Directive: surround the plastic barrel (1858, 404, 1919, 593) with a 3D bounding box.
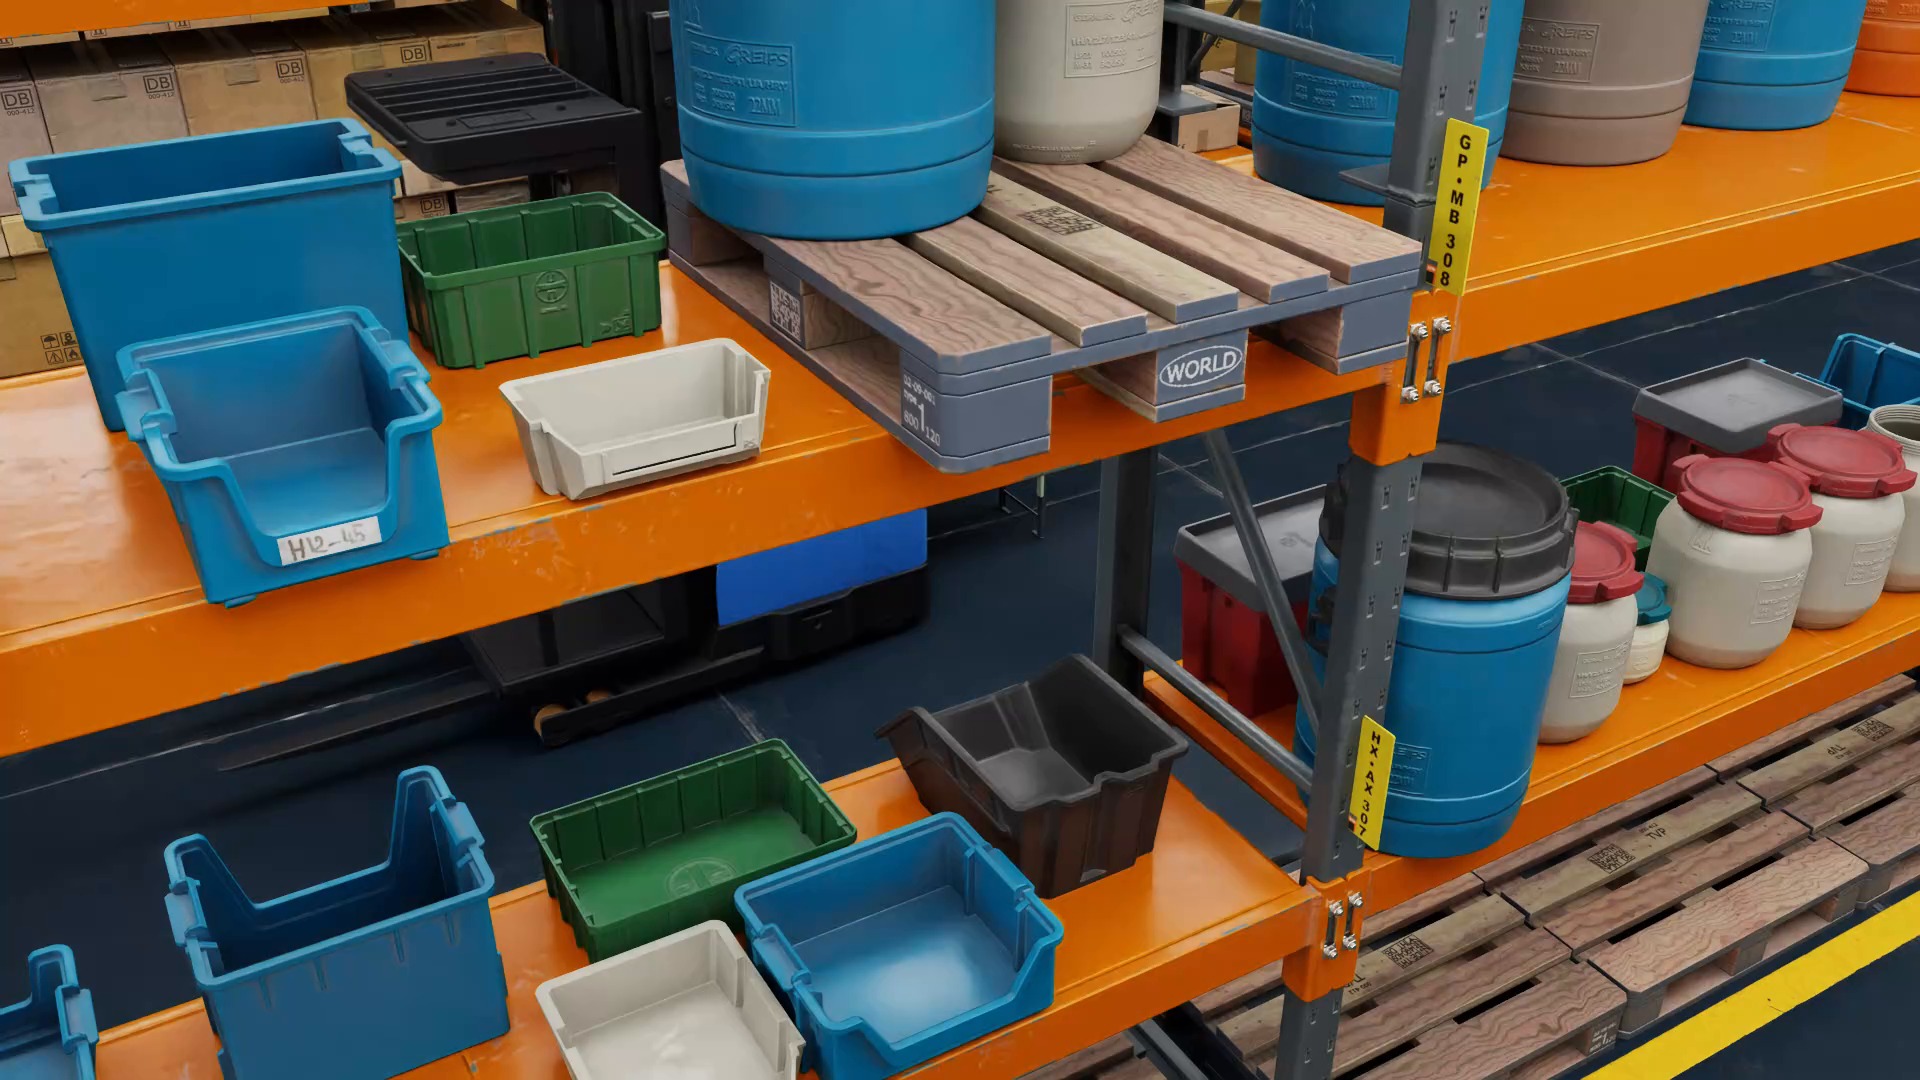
[{"bbox_3d":[2.986,-0.132,5.270,0.421,0.512,0.421,0,29,0],"label":"plastic barrel"}]

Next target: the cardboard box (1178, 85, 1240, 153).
[{"bbox_3d":[1.286,-2.482,9.735,0.500,0.311,0.500,-14,32,-23],"label":"cardboard box"}]

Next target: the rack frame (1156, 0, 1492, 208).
[{"bbox_3d":[0.679,-2.175,2.877,0.127,3.000,1.000,-16,33,-26],"label":"rack frame"}]

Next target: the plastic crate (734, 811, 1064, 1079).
[{"bbox_3d":[-0.137,0.901,3.667,0.616,0.251,0.499,-16,33,-26],"label":"plastic crate"}]

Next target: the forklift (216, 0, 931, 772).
[{"bbox_3d":[-1.657,-0.744,6.564,3.031,2.935,1.130,-17,33,-27],"label":"forklift"}]

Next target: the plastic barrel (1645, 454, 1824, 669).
[{"bbox_3d":[2.248,0.070,4.878,0.433,0.535,0.433,0,29,0],"label":"plastic barrel"}]

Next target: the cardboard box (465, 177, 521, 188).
[{"bbox_3d":[-2.167,-1.725,7.496,0.250,0.149,0.380,-17,33,-27],"label":"cardboard box"}]

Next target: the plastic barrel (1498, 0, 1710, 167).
[{"bbox_3d":[1.572,-1.456,4.160,0.600,0.901,0.600,0,29,0],"label":"plastic barrel"}]

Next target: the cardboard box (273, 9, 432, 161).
[{"bbox_3d":[-2.641,-1.989,7.303,0.500,0.500,0.700,-16,33,-26],"label":"cardboard box"}]

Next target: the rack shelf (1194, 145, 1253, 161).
[{"bbox_3d":[-0.103,-1.787,9.128,4.000,0.370,1.077,-16,33,-26],"label":"rack shelf"}]

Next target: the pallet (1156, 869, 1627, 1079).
[{"bbox_3d":[1.337,1.464,5.378,1.213,0.211,1.003,-16,33,-26],"label":"pallet"}]

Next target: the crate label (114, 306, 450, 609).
[{"bbox_3d":[-0.988,-0.138,2.445,0.408,0.251,0.502,-16,33,-26],"label":"crate label"}]

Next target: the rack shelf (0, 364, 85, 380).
[{"bbox_3d":[-3.551,-0.808,7.354,4.000,0.370,1.077,-16,33,-26],"label":"rack shelf"}]

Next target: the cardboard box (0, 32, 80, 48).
[{"bbox_3d":[-5.906,-3.331,10.540,0.500,0.500,0.500,-15,32,-25],"label":"cardboard box"}]

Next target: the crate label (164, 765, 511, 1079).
[{"bbox_3d":[-1.320,0.852,3.565,0.616,0.435,0.502,-16,33,-26],"label":"crate label"}]

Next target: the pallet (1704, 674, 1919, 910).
[{"bbox_3d":[3.440,0.867,6.460,1.213,0.211,1.003,-16,33,-26],"label":"pallet"}]

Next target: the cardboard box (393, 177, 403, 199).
[{"bbox_3d":[-2.618,-1.595,7.261,0.250,0.149,0.380,-16,33,-26],"label":"cardboard box"}]

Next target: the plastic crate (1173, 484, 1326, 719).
[{"bbox_3d":[0.942,0.178,4.757,0.583,0.464,0.402,-16,33,-26],"label":"plastic crate"}]

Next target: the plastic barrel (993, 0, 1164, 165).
[{"bbox_3d":[0.208,-1.071,3.431,0.421,0.512,0.421,0,29,0],"label":"plastic barrel"}]

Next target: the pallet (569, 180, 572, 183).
[{"bbox_3d":[-2.616,-2.946,13.370,1.213,0.211,1.003,-16,33,-26],"label":"pallet"}]

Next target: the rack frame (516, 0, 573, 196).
[{"bbox_3d":[-1.827,-1.613,8.067,0.127,3.000,1.000,-16,33,-26],"label":"rack frame"}]

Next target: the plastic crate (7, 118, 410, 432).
[{"bbox_3d":[-1.278,-0.467,2.905,0.575,0.384,0.392,-16,33,-26],"label":"plastic crate"}]

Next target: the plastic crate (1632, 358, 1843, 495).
[{"bbox_3d":[2.580,-0.287,5.600,0.583,0.464,0.402,-16,33,-26],"label":"plastic crate"}]

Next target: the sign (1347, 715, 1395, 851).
[{"bbox_3d":[0.948,0.563,3.840,0.005,0.325,0.100,-16,33,-26],"label":"sign"}]

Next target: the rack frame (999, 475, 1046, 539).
[{"bbox_3d":[0.310,-0.745,8.047,0.023,1.500,0.400,-16,33,-26],"label":"rack frame"}]

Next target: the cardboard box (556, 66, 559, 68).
[{"bbox_3d":[-2.889,-3.527,12.892,0.500,0.250,0.500,-17,33,-28],"label":"cardboard box"}]

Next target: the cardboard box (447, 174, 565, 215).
[{"bbox_3d":[-2.206,-1.545,7.842,0.500,0.500,0.700,-17,33,-28],"label":"cardboard box"}]

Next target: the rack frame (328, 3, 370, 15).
[{"bbox_3d":[-4.340,-3.675,11.805,0.127,3.000,1.000,-16,33,-26],"label":"rack frame"}]

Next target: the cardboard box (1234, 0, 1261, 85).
[{"bbox_3d":[2.107,-3.020,10.080,0.700,0.500,0.500,22,36,34],"label":"cardboard box"}]

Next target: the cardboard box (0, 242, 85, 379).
[{"bbox_3d":[-3.985,-1.036,6.919,0.500,0.500,0.700,-16,33,-26],"label":"cardboard box"}]

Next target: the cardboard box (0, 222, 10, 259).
[{"bbox_3d":[-3.939,-1.221,6.583,0.250,0.149,0.380,-17,33,-28],"label":"cardboard box"}]

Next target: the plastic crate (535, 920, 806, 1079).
[{"bbox_3d":[-0.592,1.070,3.479,0.437,0.136,0.530,-16,33,-26],"label":"plastic crate"}]

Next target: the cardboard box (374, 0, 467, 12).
[{"bbox_3d":[-3.884,-4.022,11.875,0.500,0.500,0.700,-16,33,-26],"label":"cardboard box"}]

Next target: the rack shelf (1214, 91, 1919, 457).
[{"bbox_3d":[2.404,-1.036,4.663,4.000,0.370,1.077,-16,33,-26],"label":"rack shelf"}]

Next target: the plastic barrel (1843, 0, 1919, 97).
[{"bbox_3d":[2.746,-1.758,4.782,0.708,0.830,0.600,-16,33,-26],"label":"plastic barrel"}]

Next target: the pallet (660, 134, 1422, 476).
[{"bbox_3d":[0.107,-0.561,3.254,1.003,0.211,1.213,-16,33,-26],"label":"pallet"}]

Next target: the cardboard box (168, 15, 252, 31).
[{"bbox_3d":[-5.018,-3.578,10.986,0.500,0.500,0.500,-16,33,-27],"label":"cardboard box"}]

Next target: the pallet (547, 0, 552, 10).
[{"bbox_3d":[-2.577,-4.069,12.717,1.213,0.211,1.003,-16,33,-26],"label":"pallet"}]

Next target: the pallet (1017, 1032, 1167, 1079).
[{"bbox_3d":[0.079,1.820,4.734,1.213,0.211,1.003,-16,33,-26],"label":"pallet"}]

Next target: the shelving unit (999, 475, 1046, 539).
[{"bbox_3d":[-0.006,-0.655,7.885,0.755,1.500,0.431,-16,33,-26],"label":"shelving unit"}]

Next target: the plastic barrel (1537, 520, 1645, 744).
[{"bbox_3d":[1.615,0.250,4.553,0.433,0.535,0.433,0,29,0],"label":"plastic barrel"}]

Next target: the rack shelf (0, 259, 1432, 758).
[{"bbox_3d":[-1.045,-0.057,2.889,4.000,0.370,1.077,-16,33,-26],"label":"rack shelf"}]

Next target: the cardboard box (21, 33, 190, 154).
[{"bbox_3d":[-3.504,-1.744,6.860,0.500,0.500,0.700,-16,33,-26],"label":"cardboard box"}]
